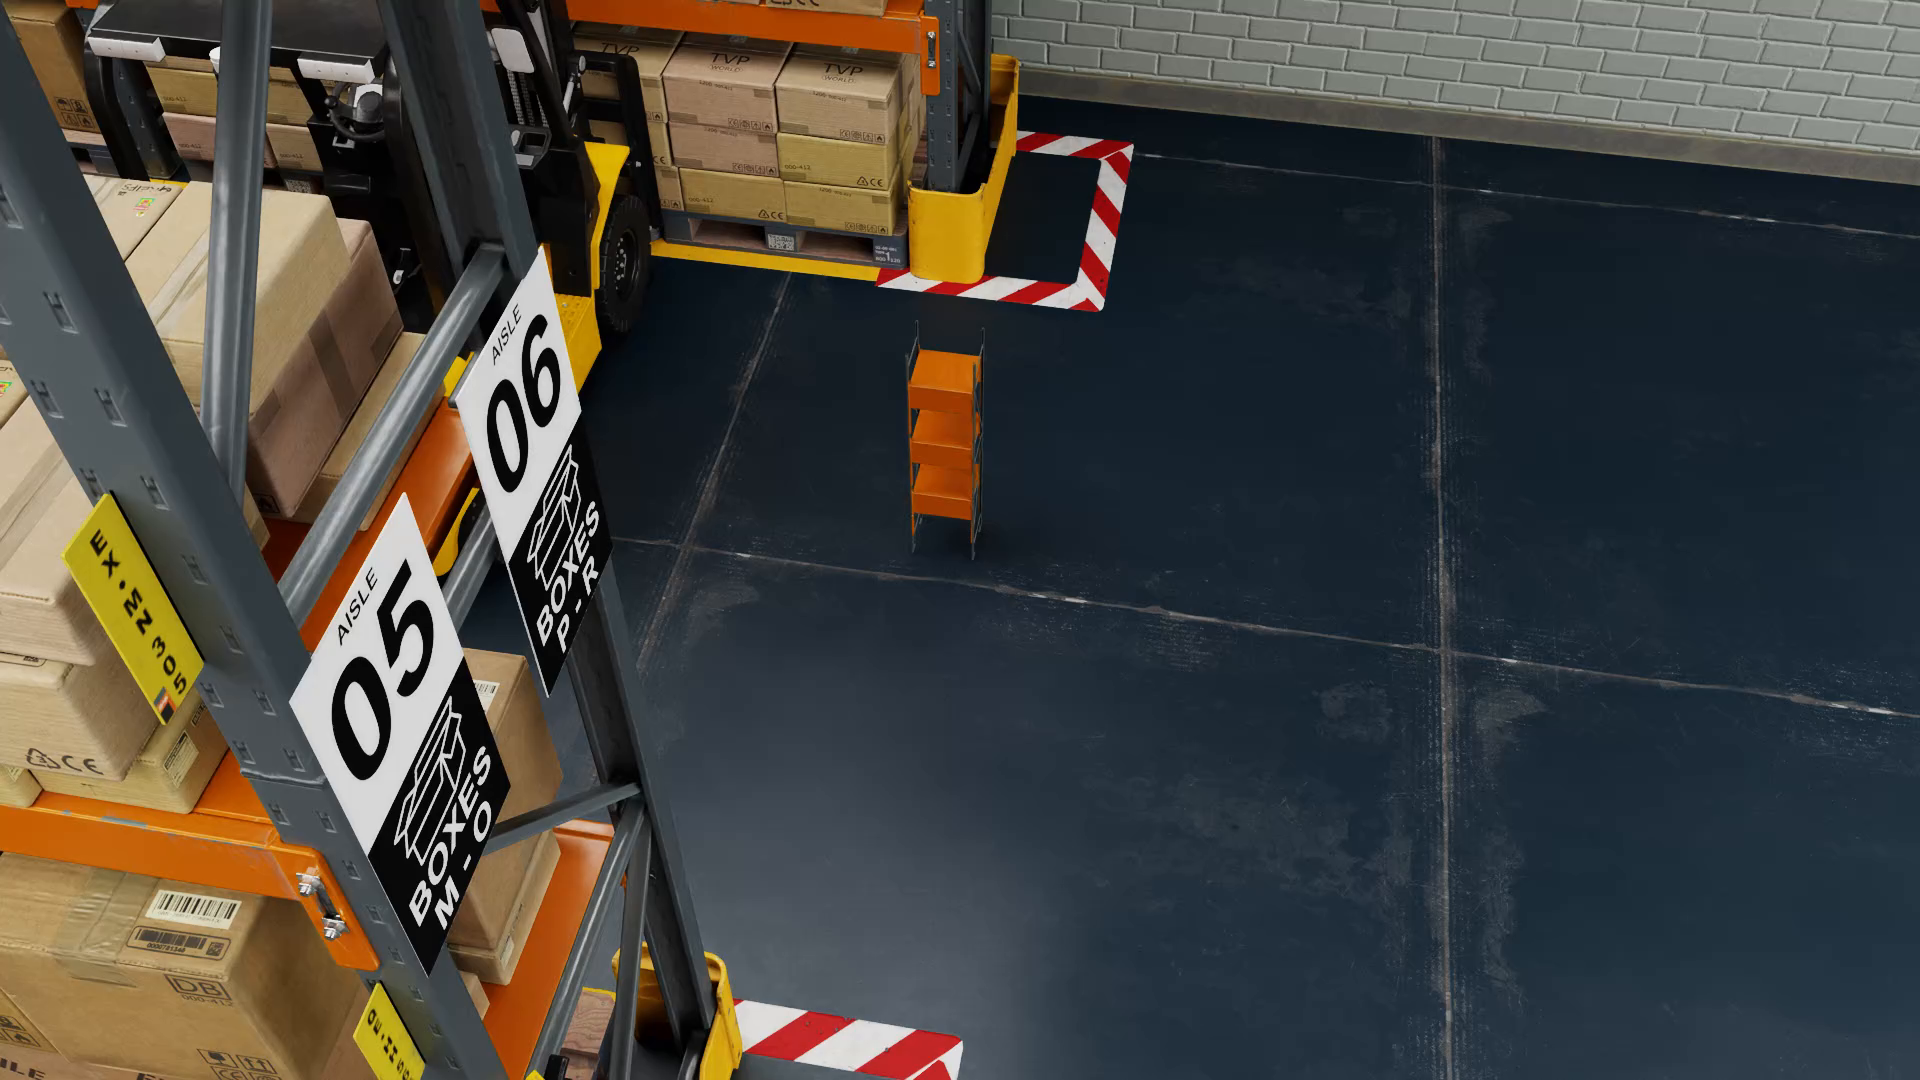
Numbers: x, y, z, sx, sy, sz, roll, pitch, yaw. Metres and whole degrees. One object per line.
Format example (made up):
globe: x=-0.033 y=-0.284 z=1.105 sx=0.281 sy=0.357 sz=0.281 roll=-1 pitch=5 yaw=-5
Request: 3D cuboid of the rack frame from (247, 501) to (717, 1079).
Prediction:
rack frame: x=-0.877 y=0.985 z=3.821 sx=0.127 sy=3.000 sz=1.000 roll=8 pitch=49 yaw=7

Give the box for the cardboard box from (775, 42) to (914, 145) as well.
cardboard box: x=-0.507 y=-2.037 z=7.430 sx=0.500 sy=0.250 sz=0.500 roll=9 pitch=49 yaw=8

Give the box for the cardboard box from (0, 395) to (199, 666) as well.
cardboard box: x=-1.262 y=-0.029 z=2.348 sx=0.250 sy=0.149 sz=0.380 roll=8 pitch=49 yaw=7

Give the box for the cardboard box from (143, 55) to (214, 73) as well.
cardboard box: x=-3.514 y=-2.440 z=7.792 sx=0.500 sy=0.250 sz=0.500 roll=7 pitch=48 yaw=6

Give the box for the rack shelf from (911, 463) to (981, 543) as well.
rack shelf: x=-0.053 y=-0.165 z=6.552 sx=0.240 sy=0.259 sz=0.215 roll=8 pitch=49 yaw=7

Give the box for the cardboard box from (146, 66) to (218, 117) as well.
cardboard box: x=-3.513 y=-2.277 z=7.981 sx=0.500 sy=0.250 sz=0.500 roll=7 pitch=48 yaw=7

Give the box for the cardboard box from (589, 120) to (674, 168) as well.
cardboard box: x=-1.536 y=-2.000 z=7.733 sx=0.500 sy=0.250 sz=0.500 roll=7 pitch=48 yaw=6

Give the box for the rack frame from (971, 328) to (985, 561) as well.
rack frame: x=0.067 y=-0.342 z=6.323 sx=0.008 sy=1.050 sz=0.200 roll=8 pitch=49 yaw=7

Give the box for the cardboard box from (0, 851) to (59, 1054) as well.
cardboard box: x=-1.915 y=0.537 z=3.283 sx=0.500 sy=0.500 sz=0.700 roll=8 pitch=49 yaw=7

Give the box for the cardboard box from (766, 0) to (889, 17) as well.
cardboard box: x=-0.529 y=-2.555 z=6.934 sx=0.500 sy=0.500 sz=0.500 roll=7 pitch=48 yaw=6

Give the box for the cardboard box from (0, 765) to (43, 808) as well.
cardboard box: x=-1.529 y=0.215 z=2.665 sx=0.250 sy=0.149 sz=0.380 roll=8 pitch=49 yaw=7

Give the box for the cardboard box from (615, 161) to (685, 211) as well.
cardboard box: x=-1.495 y=-1.847 z=7.931 sx=0.500 sy=0.250 sz=0.500 roll=8 pitch=49 yaw=7

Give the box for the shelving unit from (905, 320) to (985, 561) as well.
shelving unit: x=-0.053 y=-0.358 z=6.338 sx=0.252 sy=1.050 sz=0.215 roll=8 pitch=49 yaw=7

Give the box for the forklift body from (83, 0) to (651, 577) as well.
forklift body: x=-2.189 y=-1.281 z=6.427 sx=1.214 sy=2.155 sz=2.313 roll=8 pitch=49 yaw=7

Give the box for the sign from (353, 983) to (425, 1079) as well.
sign: x=-0.996 y=0.896 z=2.910 sx=0.005 sy=0.325 sz=0.100 roll=8 pitch=49 yaw=7

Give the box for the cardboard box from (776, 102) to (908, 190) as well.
cardboard box: x=-0.533 y=-1.873 z=7.619 sx=0.500 sy=0.250 sz=0.500 roll=7 pitch=48 yaw=6

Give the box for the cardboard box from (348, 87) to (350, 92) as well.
cardboard box: x=-2.525 y=-2.137 z=7.855 sx=0.500 sy=0.250 sz=0.500 roll=7 pitch=48 yaw=7

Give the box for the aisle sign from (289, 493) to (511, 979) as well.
aisle sign: x=-0.868 y=0.336 z=2.655 sx=0.004 sy=0.787 sz=0.394 roll=8 pitch=49 yaw=7

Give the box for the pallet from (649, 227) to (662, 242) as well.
pallet: x=-1.955 y=-1.951 z=8.333 sx=1.213 sy=0.211 sz=1.003 roll=8 pitch=49 yaw=7

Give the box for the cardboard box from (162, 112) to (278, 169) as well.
cardboard box: x=-3.517 y=-2.093 z=8.152 sx=0.500 sy=0.250 sz=0.500 roll=8 pitch=49 yaw=7

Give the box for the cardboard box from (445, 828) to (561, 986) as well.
cardboard box: x=-1.175 y=0.872 z=4.091 sx=0.250 sy=0.149 sz=0.380 roll=8 pitch=49 yaw=7

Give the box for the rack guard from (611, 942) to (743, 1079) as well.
rack guard: x=-0.952 y=1.810 z=4.759 sx=0.348 sy=0.500 sz=1.175 roll=8 pitch=49 yaw=7

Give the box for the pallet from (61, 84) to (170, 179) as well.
pallet: x=-4.666 y=-2.315 z=8.660 sx=1.213 sy=0.211 sz=1.003 roll=8 pitch=49 yaw=7

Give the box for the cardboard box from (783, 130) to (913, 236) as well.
cardboard box: x=-0.517 y=-1.701 z=7.800 sx=0.500 sy=0.250 sz=0.500 roll=8 pitch=49 yaw=7

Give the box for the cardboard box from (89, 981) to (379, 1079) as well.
cardboard box: x=-1.460 y=0.982 z=3.556 sx=0.500 sy=0.500 sz=0.500 roll=7 pitch=48 yaw=6

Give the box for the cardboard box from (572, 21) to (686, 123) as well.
cardboard box: x=-1.508 y=-2.160 z=7.540 sx=0.500 sy=0.250 sz=0.500 roll=8 pitch=49 yaw=7

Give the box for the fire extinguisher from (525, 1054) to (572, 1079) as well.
fire extinguisher: x=-0.846 y=1.363 z=3.533 sx=0.183 sy=0.674 sz=0.296 roll=8 pitch=49 yaw=7

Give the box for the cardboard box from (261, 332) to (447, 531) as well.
cardboard box: x=-1.146 y=-0.215 z=3.051 sx=0.250 sy=0.149 sz=0.380 roll=8 pitch=49 yaw=7

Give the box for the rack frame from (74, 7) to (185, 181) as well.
rack frame: x=-3.934 y=-3.178 z=7.561 sx=0.127 sy=3.000 sz=1.000 roll=8 pitch=49 yaw=7

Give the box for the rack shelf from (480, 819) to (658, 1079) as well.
rack shelf: x=-2.845 y=0.961 z=4.326 sx=4.000 sy=0.370 sz=1.077 roll=8 pitch=49 yaw=7

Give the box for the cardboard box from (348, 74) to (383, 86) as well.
cardboard box: x=-2.521 y=-2.308 z=7.673 sx=0.500 sy=0.250 sz=0.500 roll=9 pitch=49 yaw=8

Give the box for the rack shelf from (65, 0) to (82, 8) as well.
rack shelf: x=-5.902 y=-3.202 z=8.066 sx=4.000 sy=0.370 sz=1.077 roll=8 pitch=49 yaw=7

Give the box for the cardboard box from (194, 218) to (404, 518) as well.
cardboard box: x=-1.325 y=-0.329 z=2.885 sx=0.500 sy=0.250 sz=0.500 roll=7 pitch=48 yaw=6

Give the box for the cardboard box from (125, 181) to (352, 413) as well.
cardboard box: x=-1.191 y=-0.397 z=2.678 sx=0.250 sy=0.149 sz=0.380 roll=7 pitch=48 yaw=7
